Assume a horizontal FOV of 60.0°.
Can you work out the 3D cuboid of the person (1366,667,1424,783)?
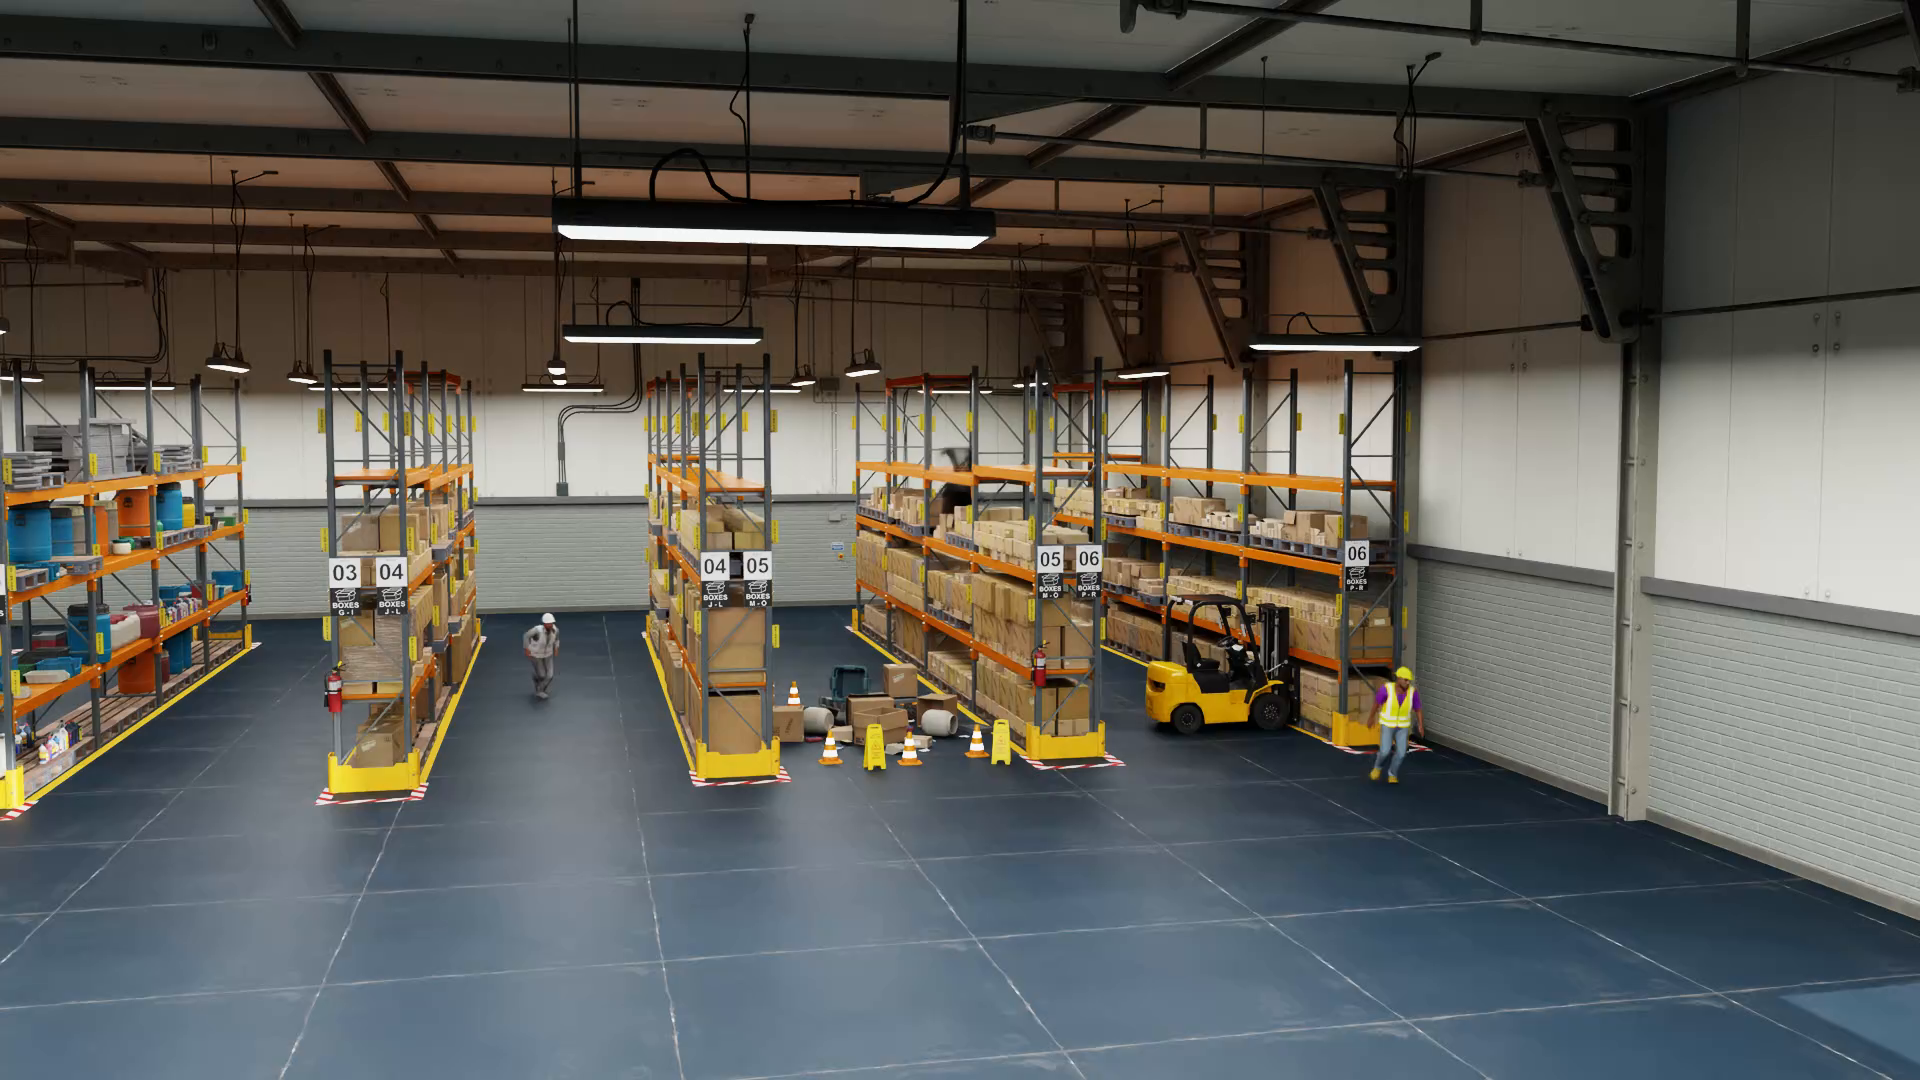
[{"bbox_3d":[6.015,2.552,22.944,0.697,1.664,0.656,0,4,0],"label":"person"}]

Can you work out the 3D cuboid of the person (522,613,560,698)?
[{"bbox_3d":[-7.644,2.110,30.341,0.680,1.593,0.901,-3,5,-36],"label":"person"}]
